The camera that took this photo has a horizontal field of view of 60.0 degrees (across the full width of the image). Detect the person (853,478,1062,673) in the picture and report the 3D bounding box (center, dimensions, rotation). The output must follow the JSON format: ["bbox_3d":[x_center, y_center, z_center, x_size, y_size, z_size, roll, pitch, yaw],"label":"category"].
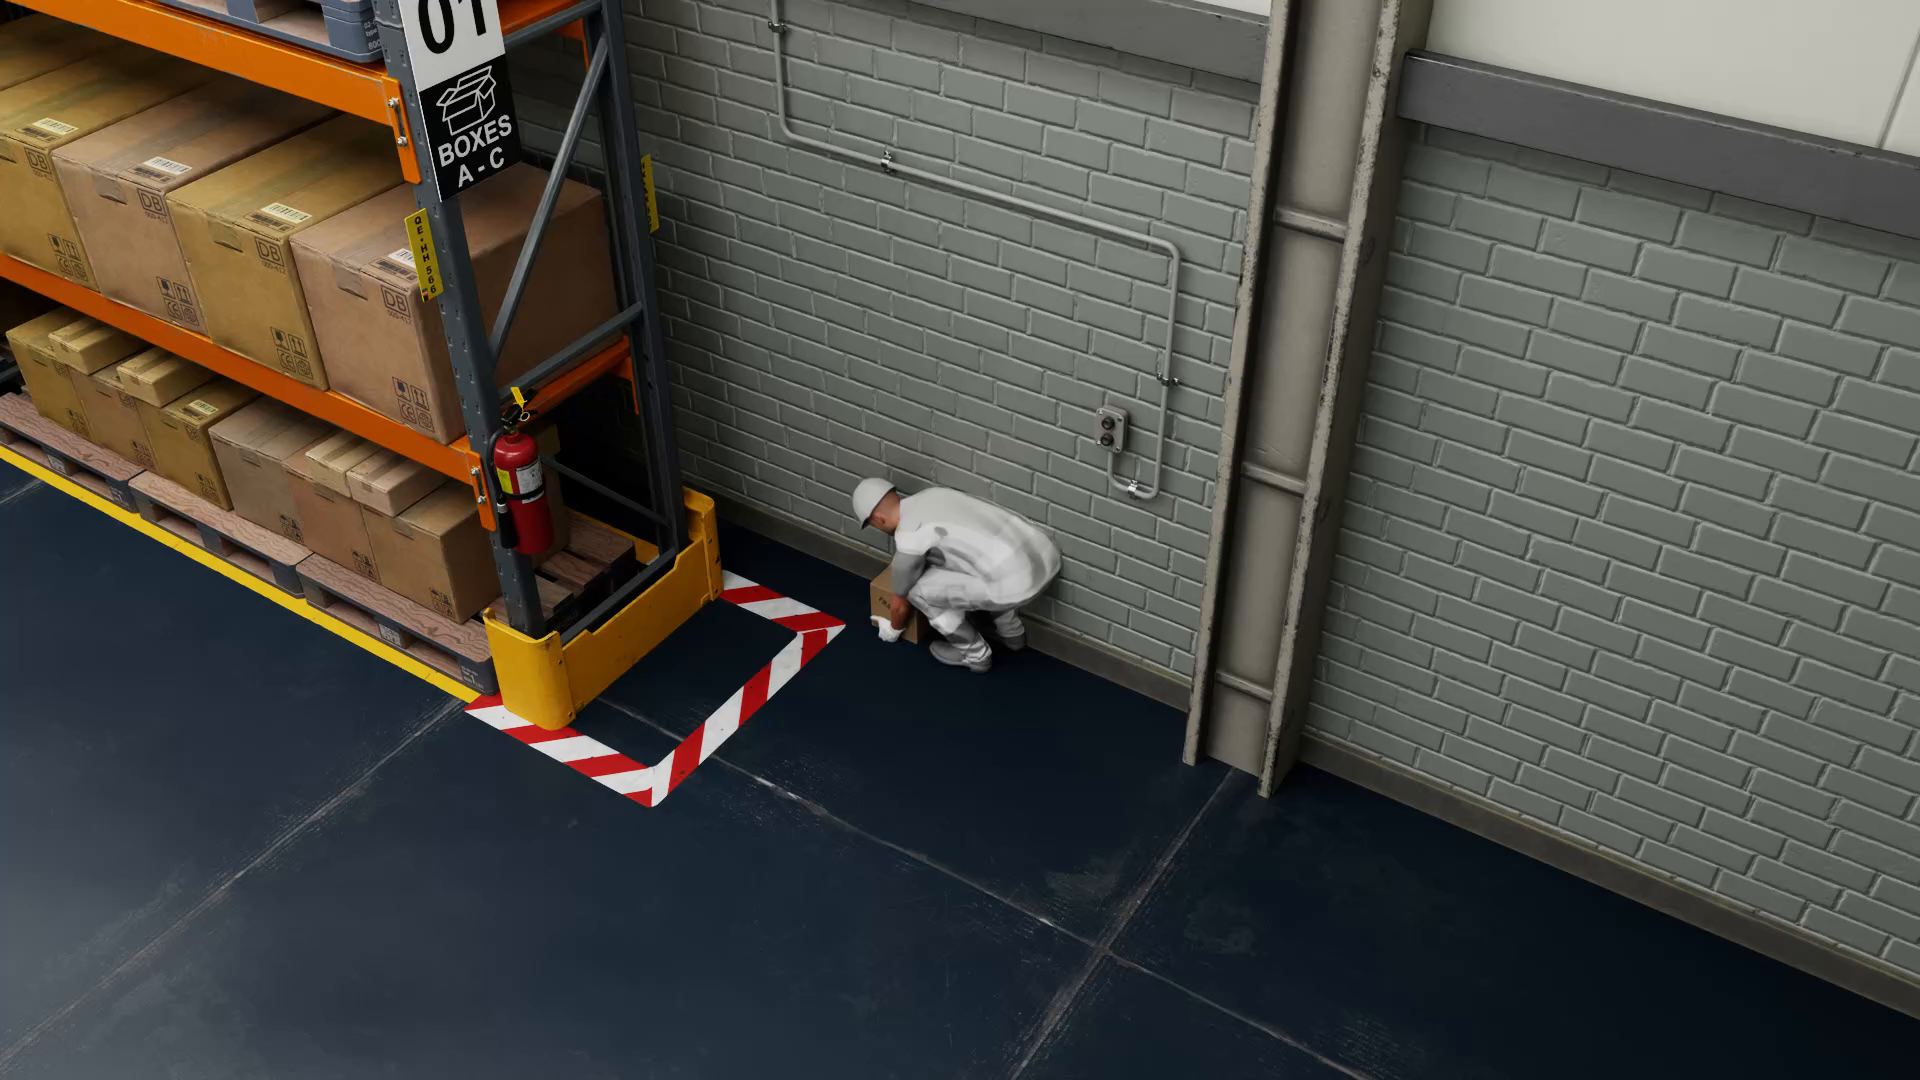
[{"bbox_3d":[-0.033,0.153,7.305,0.956,0.805,0.529,21,43,25],"label":"person"}]
